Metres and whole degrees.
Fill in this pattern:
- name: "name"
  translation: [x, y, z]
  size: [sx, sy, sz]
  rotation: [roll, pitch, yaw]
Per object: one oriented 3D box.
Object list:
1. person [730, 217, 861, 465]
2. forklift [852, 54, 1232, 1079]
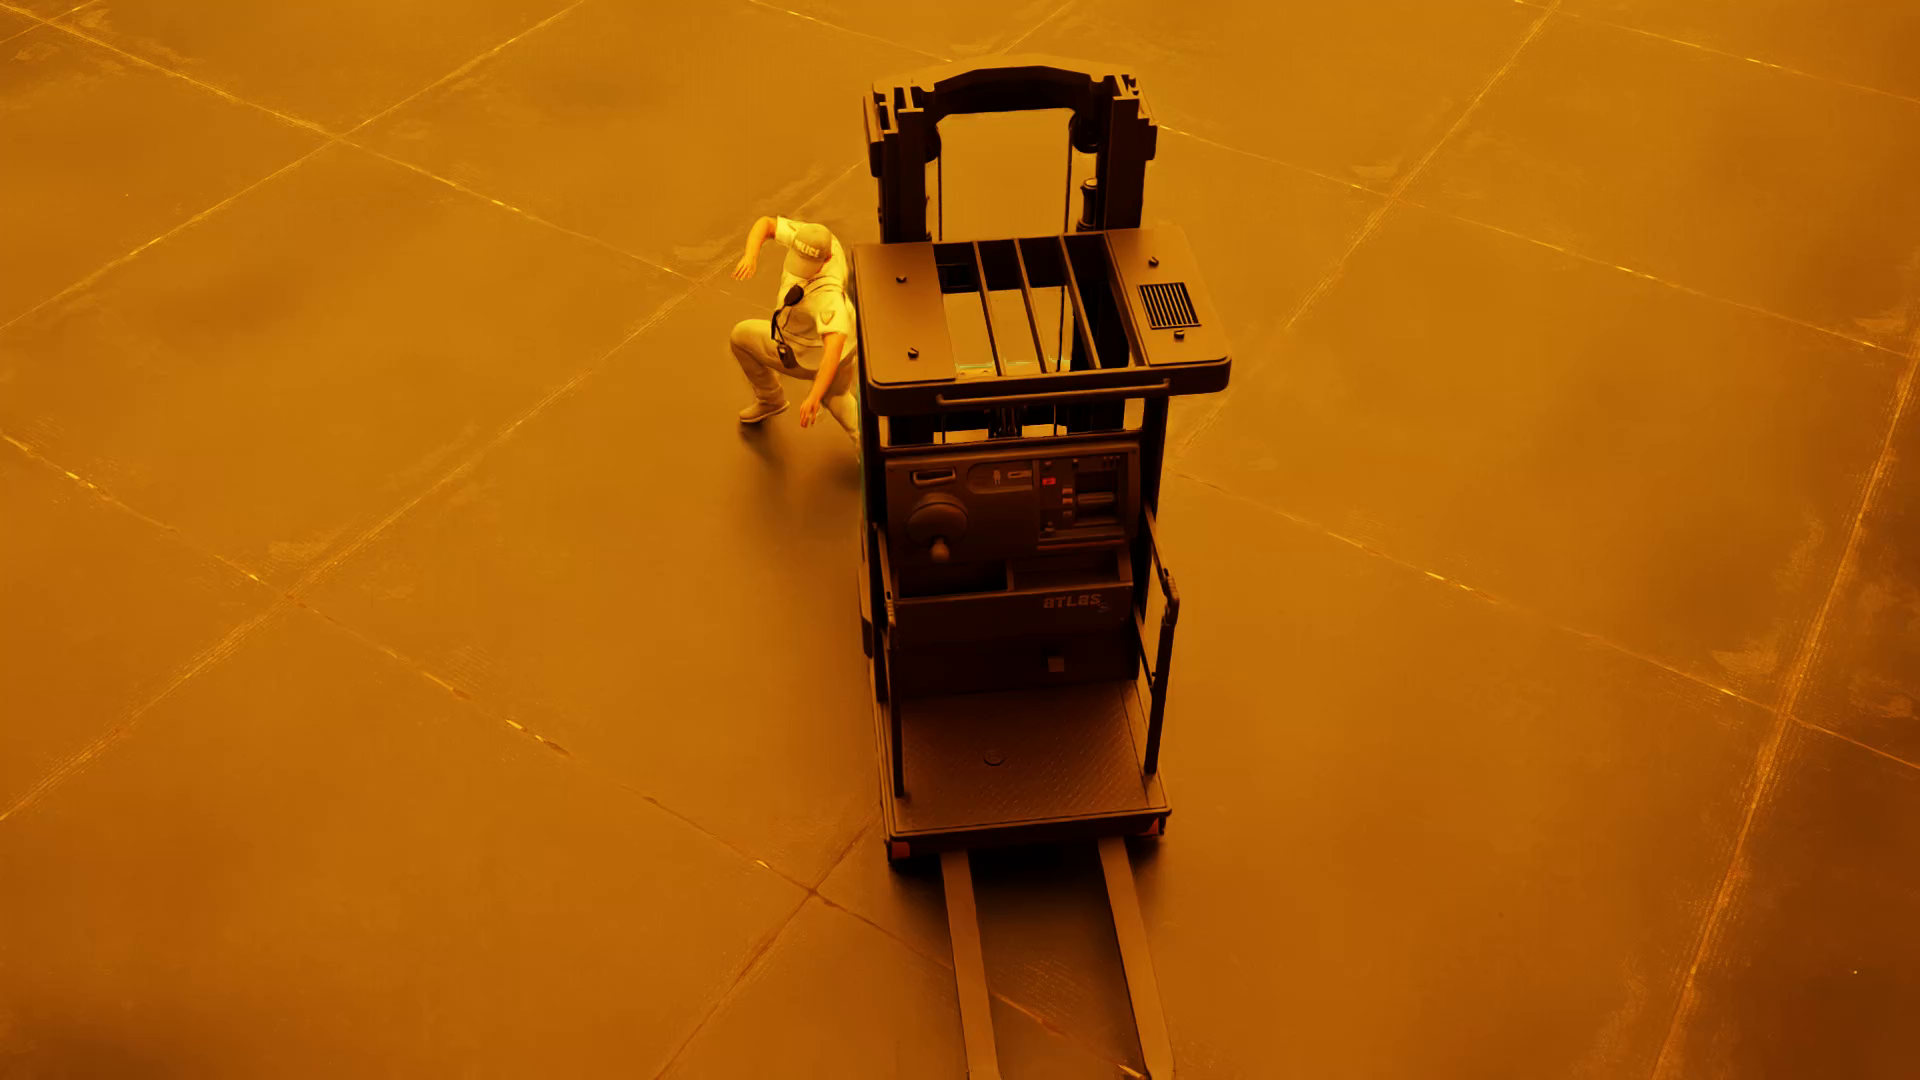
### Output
- name: "person"
  translation: [-0.806, -0.887, 7.921]
  size: [0.944, 1.382, 0.853]
  rotation: [20, 47, 20]
- name: "forklift"
  translation: [0.222, -0.050, 5.901]
  size: [1.130, 2.935, 3.031]
  rotation: [-5, 44, -5]
